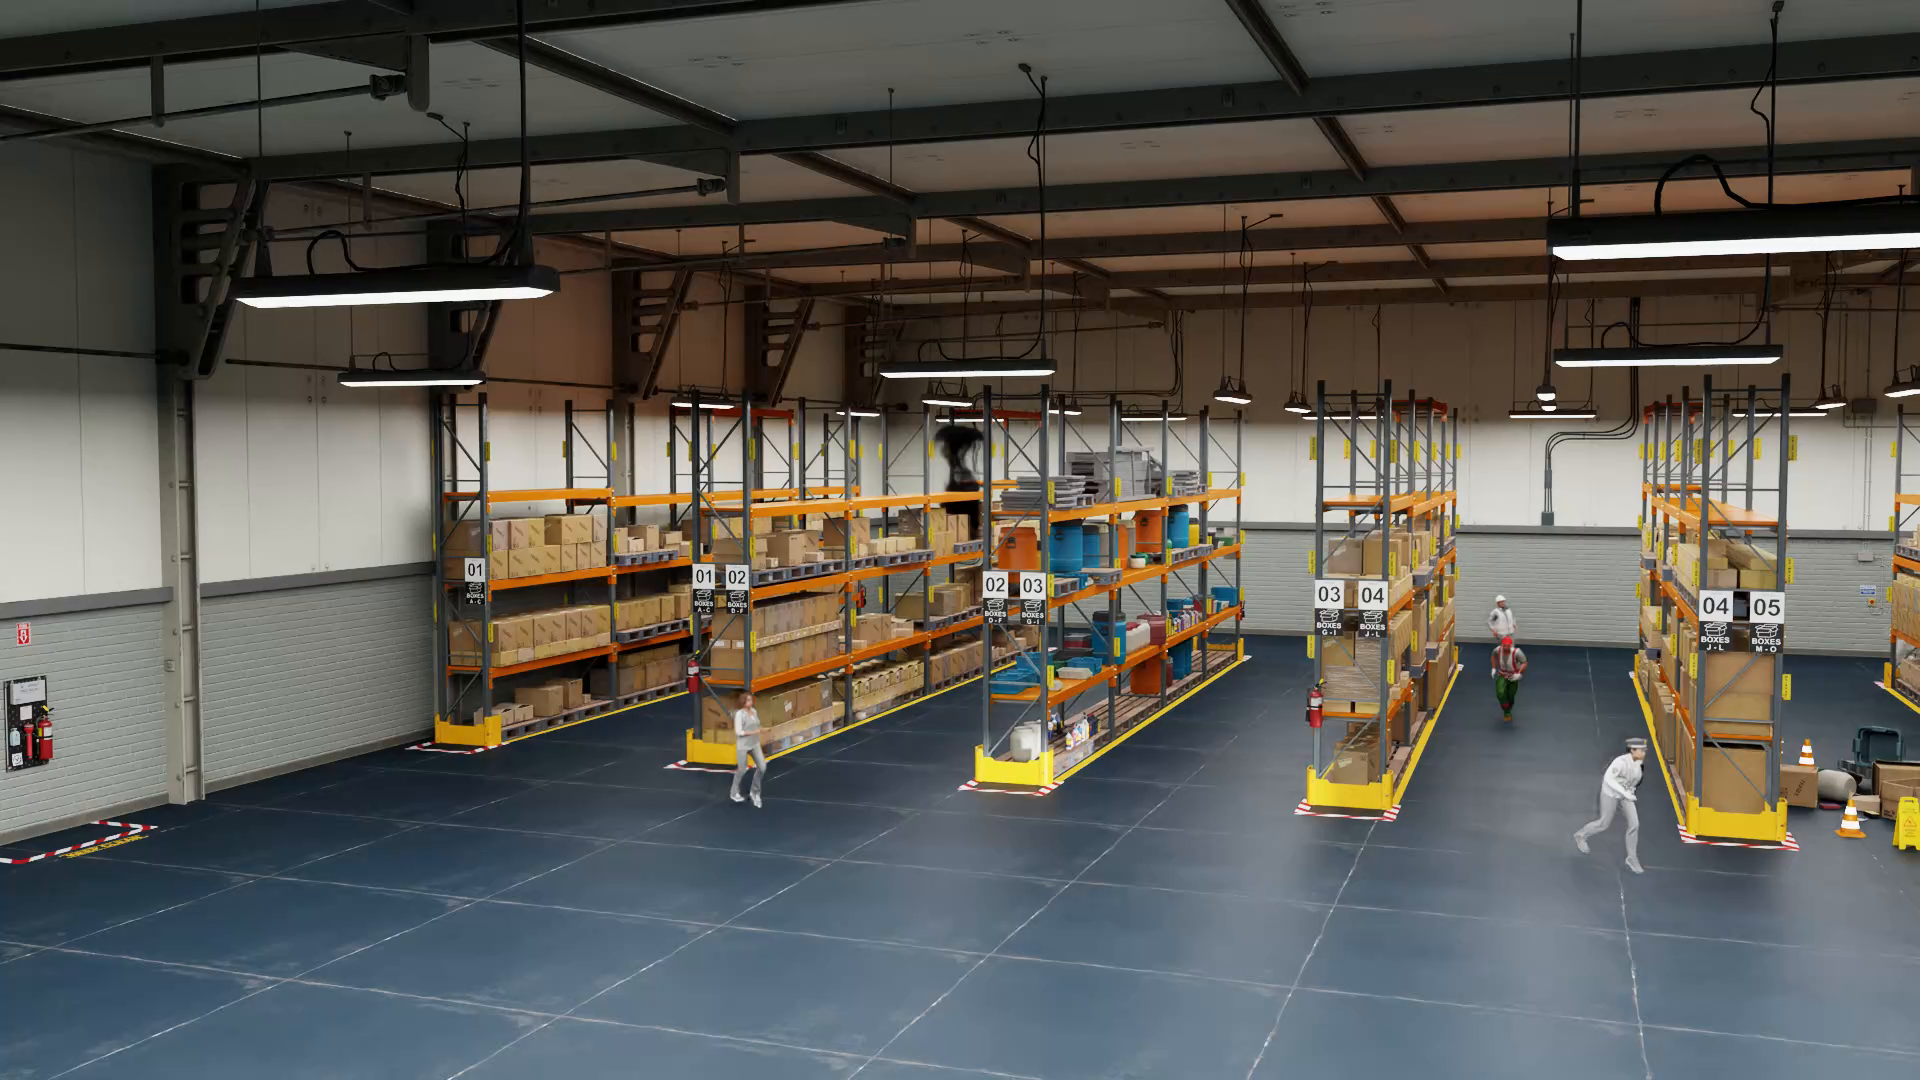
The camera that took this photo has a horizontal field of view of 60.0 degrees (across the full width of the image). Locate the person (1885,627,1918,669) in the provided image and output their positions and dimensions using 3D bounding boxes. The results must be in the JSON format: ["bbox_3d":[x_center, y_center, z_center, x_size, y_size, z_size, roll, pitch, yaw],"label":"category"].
[{"bbox_3d":[20.728,2.186,36.424,0.863,1.771,0.657,0,3,8],"label":"person"}]

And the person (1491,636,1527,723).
[{"bbox_3d":[10.240,2.566,30.966,0.668,1.627,1.088,2,3,29],"label":"person"}]

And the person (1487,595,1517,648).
[{"bbox_3d":[12.455,2.125,38.014,0.698,1.710,0.558,-1,3,-17],"label":"person"}]

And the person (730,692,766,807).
[{"bbox_3d":[-2.979,2.954,23.430,0.506,1.626,0.686,-3,4,-45],"label":"person"}]

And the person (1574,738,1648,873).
[{"bbox_3d":[7.906,3.155,20.136,0.655,1.624,0.942,-2,4,-35],"label":"person"}]
